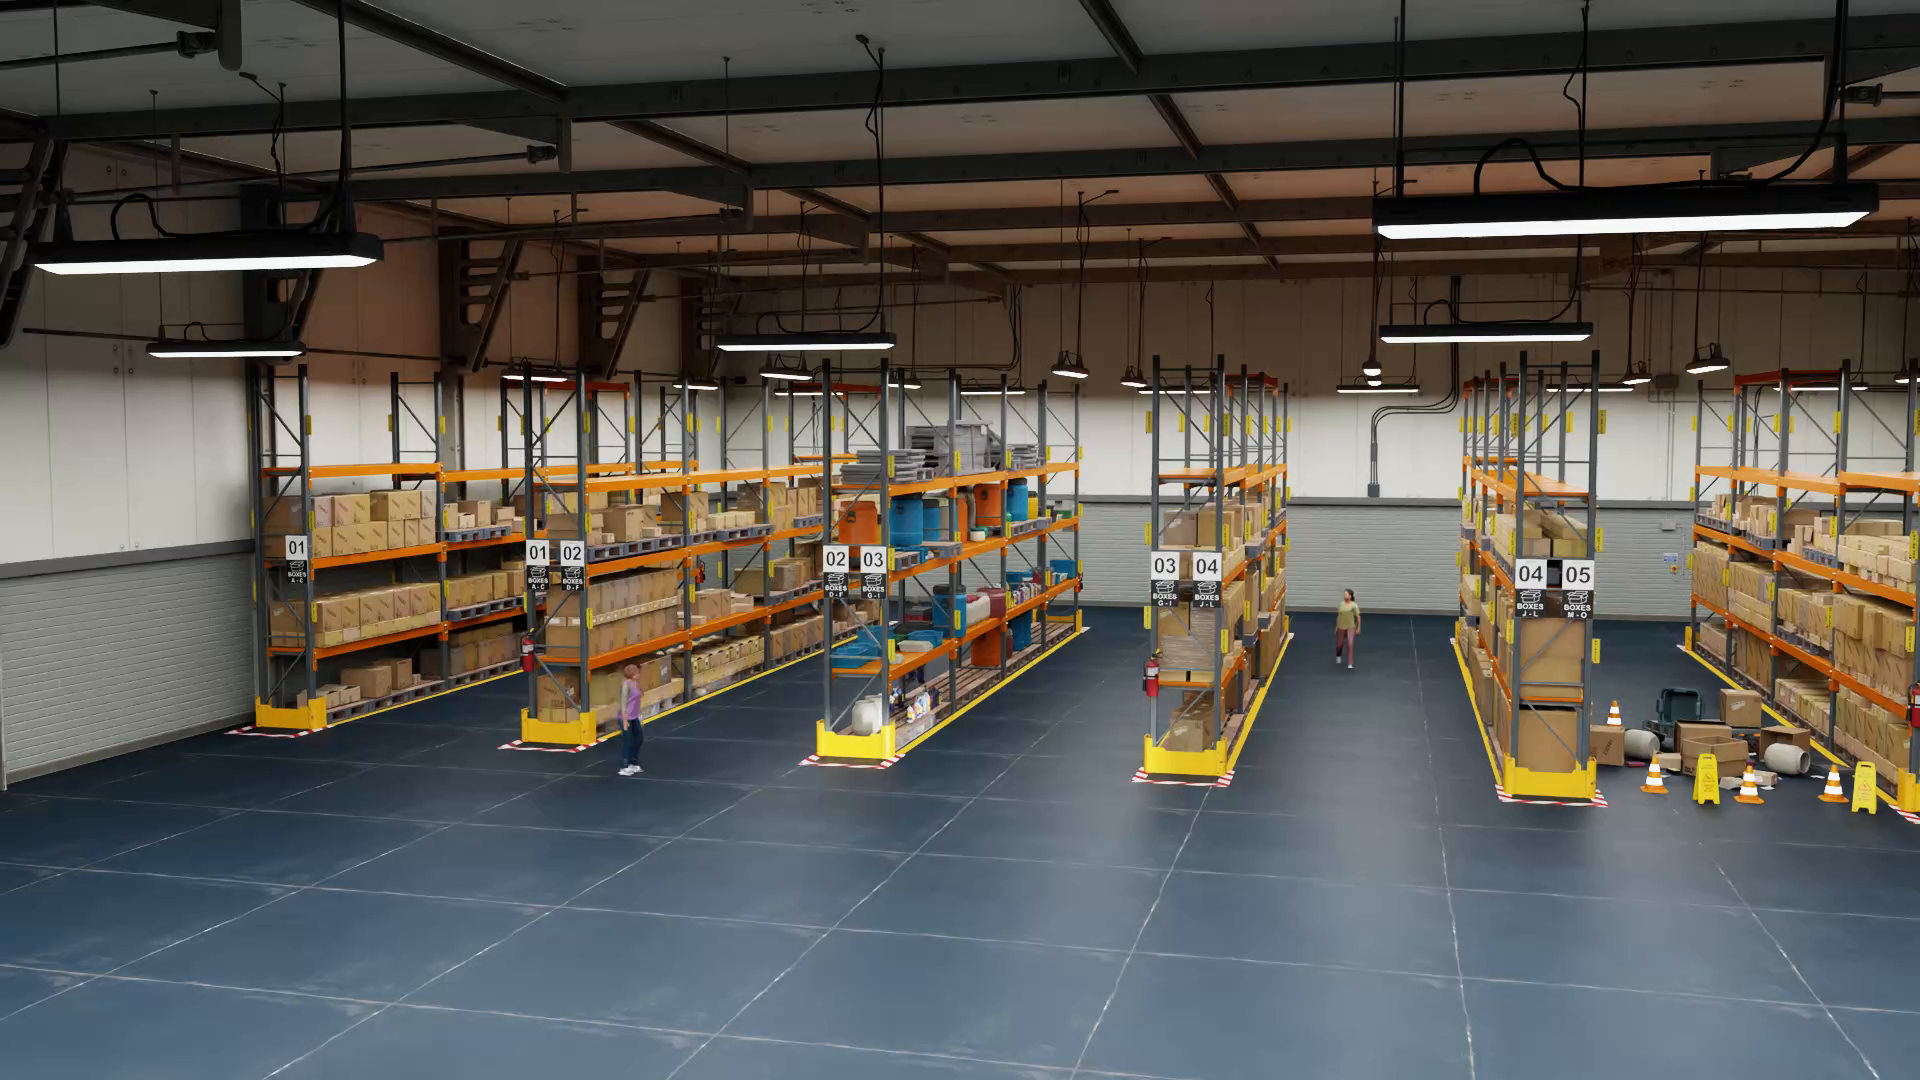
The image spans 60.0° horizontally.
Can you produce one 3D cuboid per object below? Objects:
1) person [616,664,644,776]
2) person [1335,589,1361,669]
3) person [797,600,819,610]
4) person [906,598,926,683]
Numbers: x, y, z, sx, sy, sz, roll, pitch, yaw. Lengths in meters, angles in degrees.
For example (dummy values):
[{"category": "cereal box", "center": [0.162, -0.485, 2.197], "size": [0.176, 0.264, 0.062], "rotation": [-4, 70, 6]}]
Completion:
[{"category": "person", "center": [-4.760, 2.588, 23.862], "size": [0.341, 1.628, 0.530], "rotation": [1, 4, 15]}, {"category": "person", "center": [8.015, 1.812, 34.346], "size": [0.517, 1.632, 0.789], "rotation": [1, 4, 14]}, {"category": "person", "center": [-4.022, 1.103, 44.583], "size": [0.540, 1.638, 0.656], "rotation": [-4, 5, -44]}, {"category": "person", "center": [-0.883, 1.965, 32.239], "size": [0.579, 1.670, 0.389], "rotation": [-1, 4, -13]}]
